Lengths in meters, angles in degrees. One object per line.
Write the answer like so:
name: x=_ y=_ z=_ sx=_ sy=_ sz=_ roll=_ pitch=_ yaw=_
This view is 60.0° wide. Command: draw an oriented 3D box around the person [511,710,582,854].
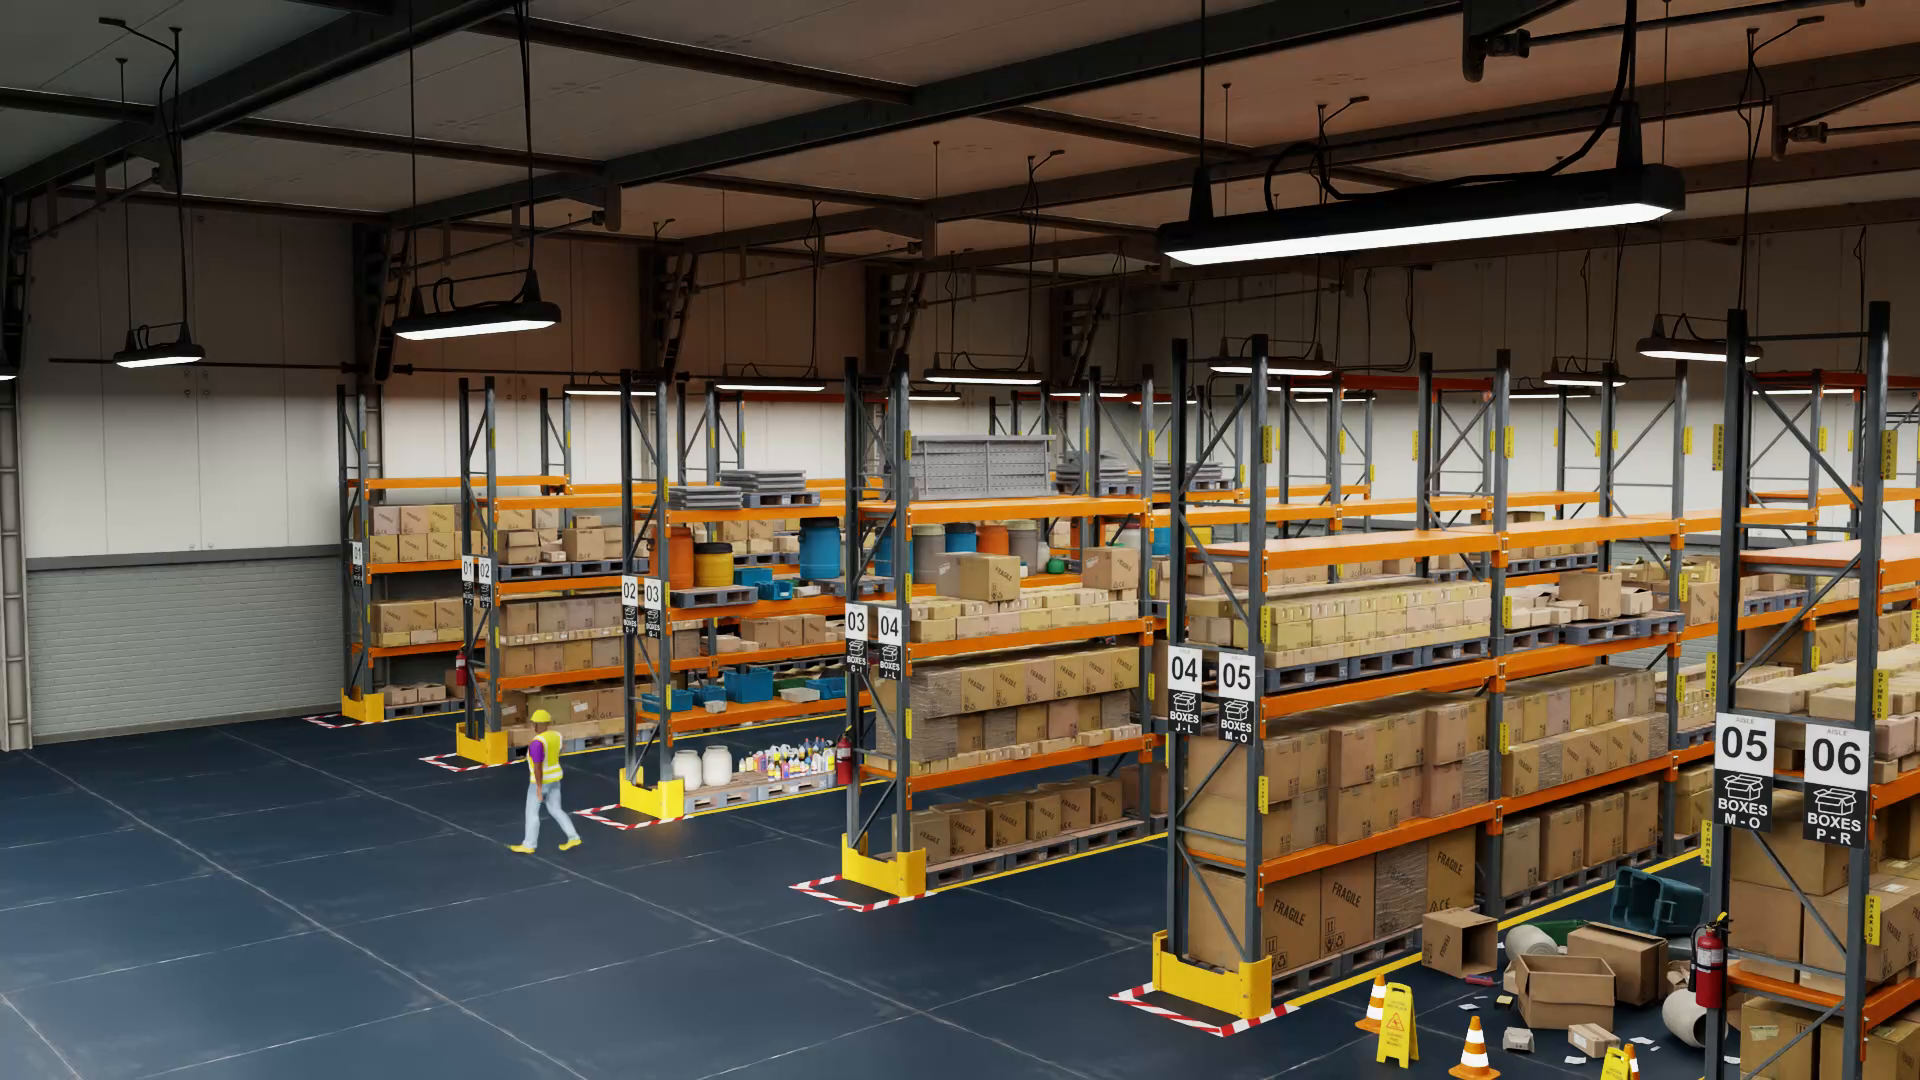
person: x=-5.061 y=2.952 z=20.355 sx=0.823 sy=1.754 sz=0.563 roll=2 pitch=4 yaw=23
